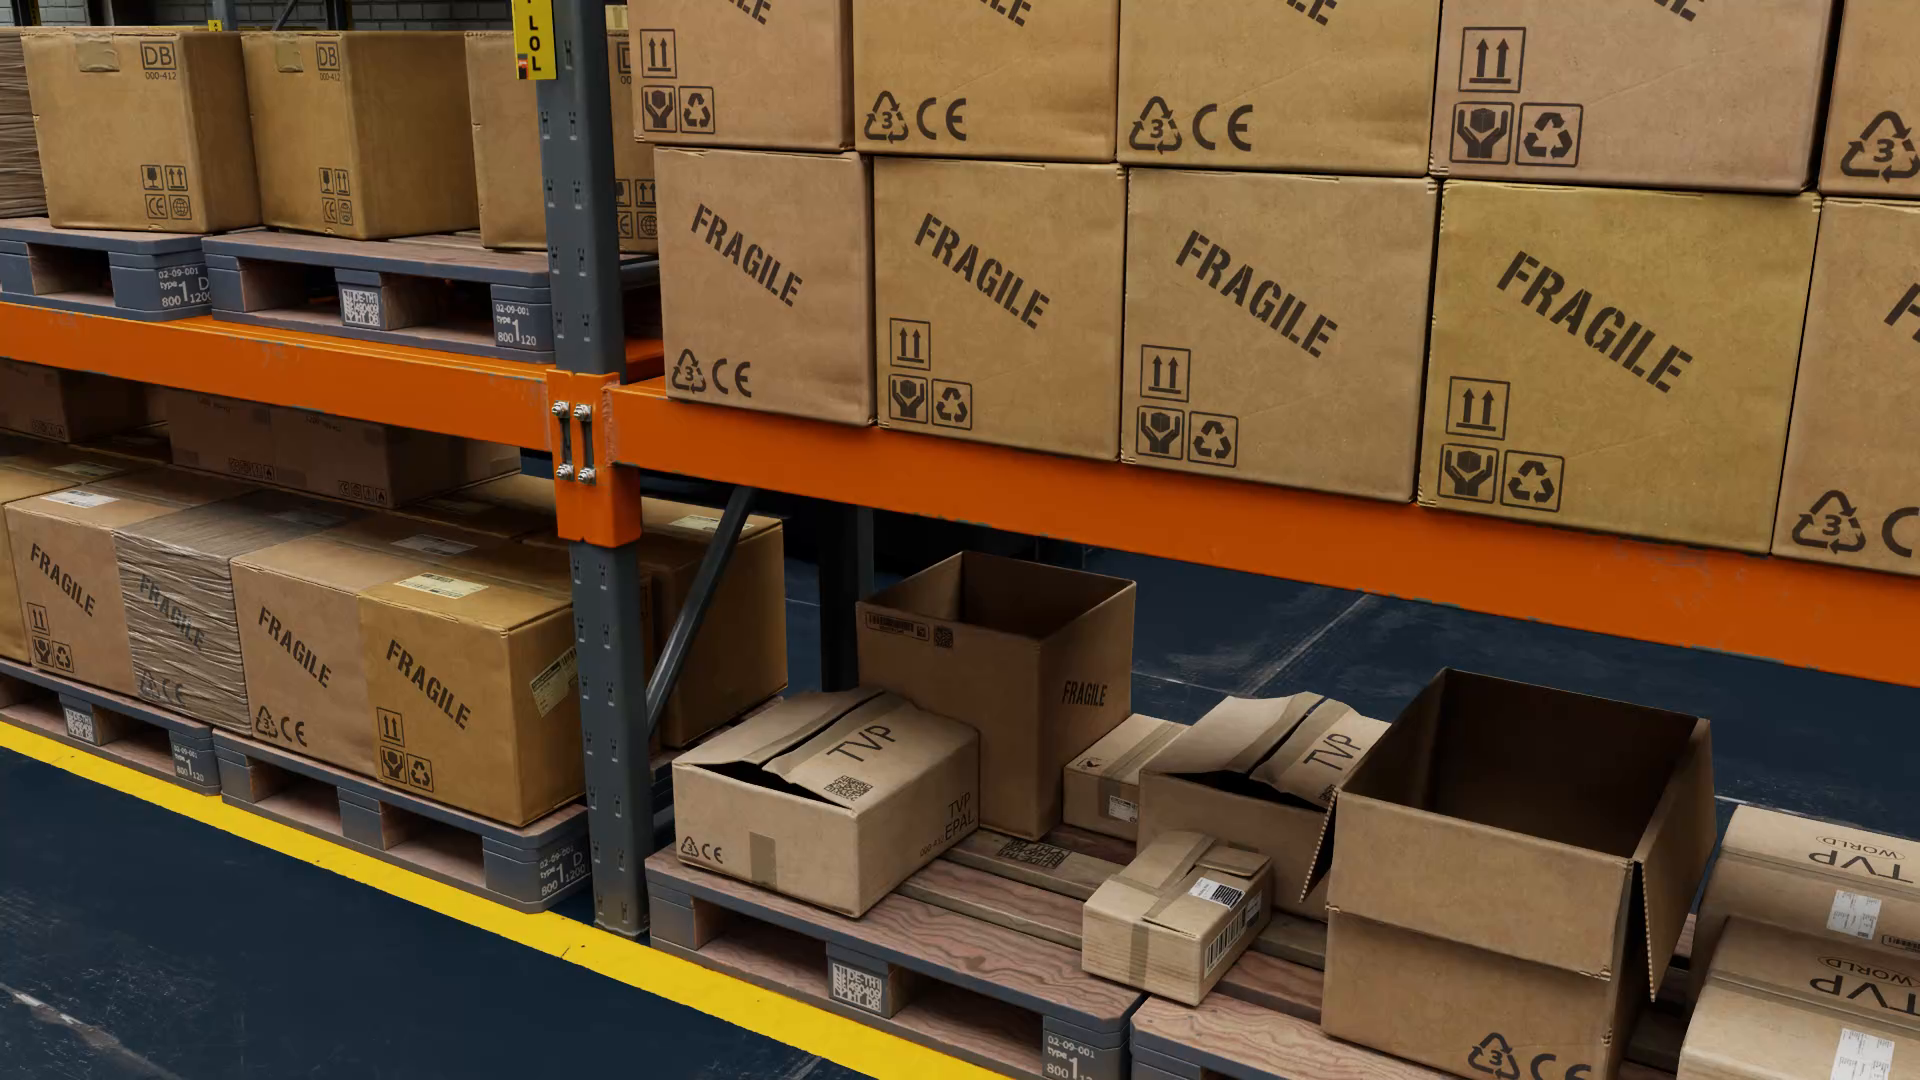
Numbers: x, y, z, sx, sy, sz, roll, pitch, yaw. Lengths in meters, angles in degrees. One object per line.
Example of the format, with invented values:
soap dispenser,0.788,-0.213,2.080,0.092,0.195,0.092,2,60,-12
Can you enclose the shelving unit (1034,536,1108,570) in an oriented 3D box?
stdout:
shelving unit,0.445,-0.358,6.511,0.210,0.900,0.258,9,19,28

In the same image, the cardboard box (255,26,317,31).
cardboard box,-5.060,-3.506,12.197,0.500,0.500,0.500,10,19,29

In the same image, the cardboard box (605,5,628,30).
cardboard box,-1.952,-3.137,10.003,0.250,0.149,0.380,7,18,21

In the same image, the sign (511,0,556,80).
sign,-0.829,-1.058,3.212,0.005,0.325,0.100,10,20,30

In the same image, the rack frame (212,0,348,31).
rack frame,-4.769,-3.087,11.881,0.127,3.000,1.000,10,20,30

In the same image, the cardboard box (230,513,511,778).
cardboard box,-1.529,0.262,4.402,0.500,0.500,0.500,10,20,30

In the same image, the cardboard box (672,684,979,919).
cardboard box,-0.297,0.551,3.775,0.500,0.311,0.500,10,20,30

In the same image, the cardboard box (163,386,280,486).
cardboard box,-2.106,-0.378,5.217,0.500,0.250,0.500,10,19,29

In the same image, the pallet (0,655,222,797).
pallet,-2.298,0.392,5.226,1.213,0.211,1.003,10,20,30

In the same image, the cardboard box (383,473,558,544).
cardboard box,-1.287,0.131,4.833,0.500,0.500,0.500,10,20,31

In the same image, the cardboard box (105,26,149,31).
cardboard box,-5.762,-3.453,12.021,0.500,0.500,0.500,10,20,30

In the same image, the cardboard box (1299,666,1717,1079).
cardboard box,1.062,0.626,3.197,0.637,0.503,0.797,10,20,30

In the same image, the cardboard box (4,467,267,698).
cardboard box,-2.390,0.109,4.906,0.500,0.500,0.500,9,19,28

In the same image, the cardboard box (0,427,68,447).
cardboard box,-3.030,-0.181,5.860,0.500,0.500,0.500,11,20,32

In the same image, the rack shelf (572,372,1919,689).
rack shelf,1.163,0.006,2.938,4.000,0.370,1.077,10,20,30

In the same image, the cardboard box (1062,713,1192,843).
cardboard box,0.443,0.570,3.992,0.250,0.149,0.380,10,20,30

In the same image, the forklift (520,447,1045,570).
forklift,-0.969,-1.561,6.978,3.031,2.935,1.130,9,19,28

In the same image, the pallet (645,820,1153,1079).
pallet,0.043,0.797,3.895,1.213,0.211,1.003,10,20,30

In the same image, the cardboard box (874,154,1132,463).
cardboard box,0.188,-0.468,3.089,0.500,0.500,0.500,11,20,31

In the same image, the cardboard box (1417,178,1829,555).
cardboard box,1.047,-0.314,2.583,0.500,0.500,0.500,10,19,29

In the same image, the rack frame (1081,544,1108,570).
rack frame,0.533,-0.343,6.463,0.006,0.900,0.240,9,19,28

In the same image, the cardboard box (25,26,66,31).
cardboard box,-6.629,-3.611,12.542,0.500,0.500,0.500,11,20,32

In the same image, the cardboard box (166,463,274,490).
cardboard box,-2.139,-0.024,5.343,0.500,0.500,0.500,9,19,28

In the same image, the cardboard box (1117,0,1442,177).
cardboard box,0.590,-0.870,2.694,0.500,0.500,0.500,9,19,28

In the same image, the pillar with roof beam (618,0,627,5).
pillar with roof beam,-4.269,-4.694,6.853,0.400,9.000,9.100,10,20,30

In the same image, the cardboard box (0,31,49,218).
cardboard box,-2.675,-1.245,4.925,0.500,0.500,0.700,15,22,40

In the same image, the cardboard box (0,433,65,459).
cardboard box,-3.263,-0.047,5.418,0.500,0.500,0.500,9,19,28

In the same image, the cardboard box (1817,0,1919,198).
cardboard box,1.469,-0.714,2.178,0.500,0.500,0.500,11,20,32

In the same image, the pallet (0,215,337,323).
pallet,-2.290,-0.864,4.895,1.213,0.211,1.003,10,20,30

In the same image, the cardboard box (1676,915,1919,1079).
cardboard box,1.481,0.898,2.739,0.500,0.250,0.500,10,20,30

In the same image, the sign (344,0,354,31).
sign,-4.482,-3.779,12.167,0.005,0.325,0.100,10,20,30

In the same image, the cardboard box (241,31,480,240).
cardboard box,-1.447,-1.107,4.471,0.500,0.500,0.700,14,22,39

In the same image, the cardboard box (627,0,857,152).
cardboard box,-0.287,-1.027,3.209,0.500,0.500,0.500,11,20,31
